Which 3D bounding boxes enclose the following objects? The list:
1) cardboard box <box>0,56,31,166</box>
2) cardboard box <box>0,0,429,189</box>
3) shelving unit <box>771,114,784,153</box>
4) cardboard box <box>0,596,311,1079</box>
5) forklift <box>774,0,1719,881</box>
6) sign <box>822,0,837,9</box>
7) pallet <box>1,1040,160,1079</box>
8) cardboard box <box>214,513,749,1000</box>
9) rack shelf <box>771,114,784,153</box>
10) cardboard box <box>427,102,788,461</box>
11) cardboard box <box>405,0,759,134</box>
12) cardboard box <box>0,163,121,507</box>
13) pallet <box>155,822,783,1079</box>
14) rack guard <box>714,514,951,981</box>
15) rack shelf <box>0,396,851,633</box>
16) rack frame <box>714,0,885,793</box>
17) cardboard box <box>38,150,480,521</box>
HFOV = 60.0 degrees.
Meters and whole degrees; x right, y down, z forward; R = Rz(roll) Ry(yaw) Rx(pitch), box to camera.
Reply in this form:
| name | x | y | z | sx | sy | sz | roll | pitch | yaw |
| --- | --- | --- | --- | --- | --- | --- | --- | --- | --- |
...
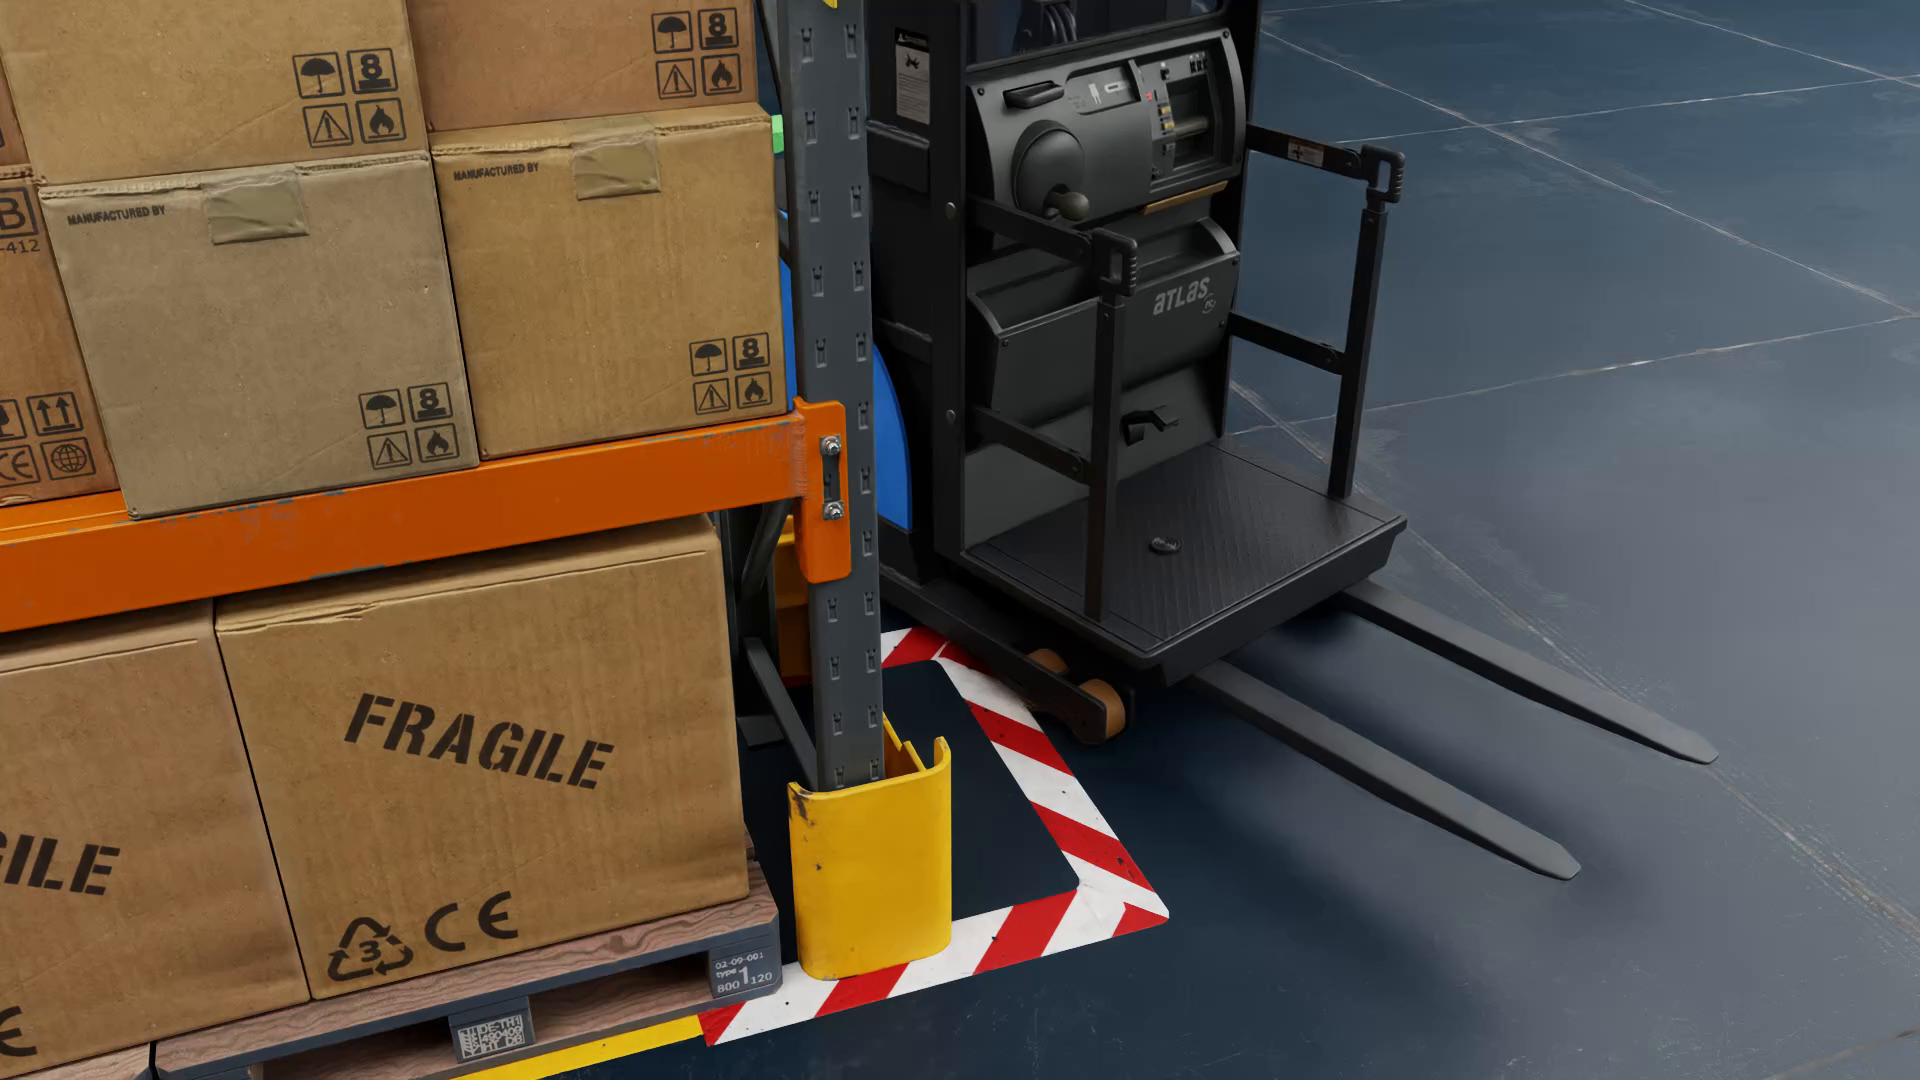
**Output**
| name | x | y | z | sx | sy | sz | roll | pitch | yaw |
| --- | --- | --- | --- | --- | --- | --- | --- | --- | --- |
| cardboard box | -1.804 | -0.957 | 2.657 | 0.550 | 0.550 | 0.875 | -10 | 31 | -18 |
| cardboard box | -1.232 | -0.991 | 2.716 | 0.550 | 0.550 | 0.875 | -10 | 31 | -18 |
| shelving unit | -0.648 | -0.911 | 5.618 | 0.503 | 1.200 | 0.258 | -18 | 30 | -29 |
| cardboard box | -1.824 | 0.401 | 3.238 | 0.875 | 0.875 | 0.875 | -11 | 31 | -18 |
| forklift | 0.537 | -1.028 | 4.093 | 1.130 | 2.935 | 3.031 | -24 | 37 | -35 |
| sign | -0.211 | -0.992 | 2.552 | 0.005 | 0.325 | 0.100 | -10 | 31 | -18 |
| pallet | -2.251 | 0.955 | 3.361 | 1.213 | 0.211 | 1.003 | -10 | 31 | -18 |
| cardboard box | -1.000 | 0.248 | 3.506 | 0.875 | 0.875 | 0.875 | -10 | 31 | -17 |
| rack shelf | -0.665 | -1.284 | 5.435 | 0.480 | 0.148 | 0.258 | -18 | 30 | -29 |
| cardboard box | -0.719 | -0.620 | 3.157 | 0.550 | 0.550 | 0.875 | -10 | 31 | -18 |
| cardboard box | -0.749 | -1.128 | 2.958 | 0.550 | 0.550 | 0.875 | -10 | 31 | -18 |
| cardboard box | -1.796 | -0.477 | 2.905 | 0.550 | 0.550 | 0.875 | -10 | 31 | -18 |
| pallet | -1.109 | 0.746 | 3.728 | 1.213 | 0.211 | 1.003 | -10 | 31 | -18 |
| rack guard | -0.365 | 0.442 | 3.969 | 0.348 | 0.500 | 1.175 | -10 | 31 | -18 |
| rack shelf | -2.262 | 0.018 | 2.915 | 4.000 | 0.370 | 1.077 | -10 | 31 | -18 |
| rack frame | -0.387 | -0.640 | 3.343 | 0.127 | 3.000 | 1.000 | -10 | 31 | -18 |
| cardboard box | -1.227 | -0.515 | 2.972 | 0.550 | 0.550 | 0.875 | -10 | 31 | -18 |
